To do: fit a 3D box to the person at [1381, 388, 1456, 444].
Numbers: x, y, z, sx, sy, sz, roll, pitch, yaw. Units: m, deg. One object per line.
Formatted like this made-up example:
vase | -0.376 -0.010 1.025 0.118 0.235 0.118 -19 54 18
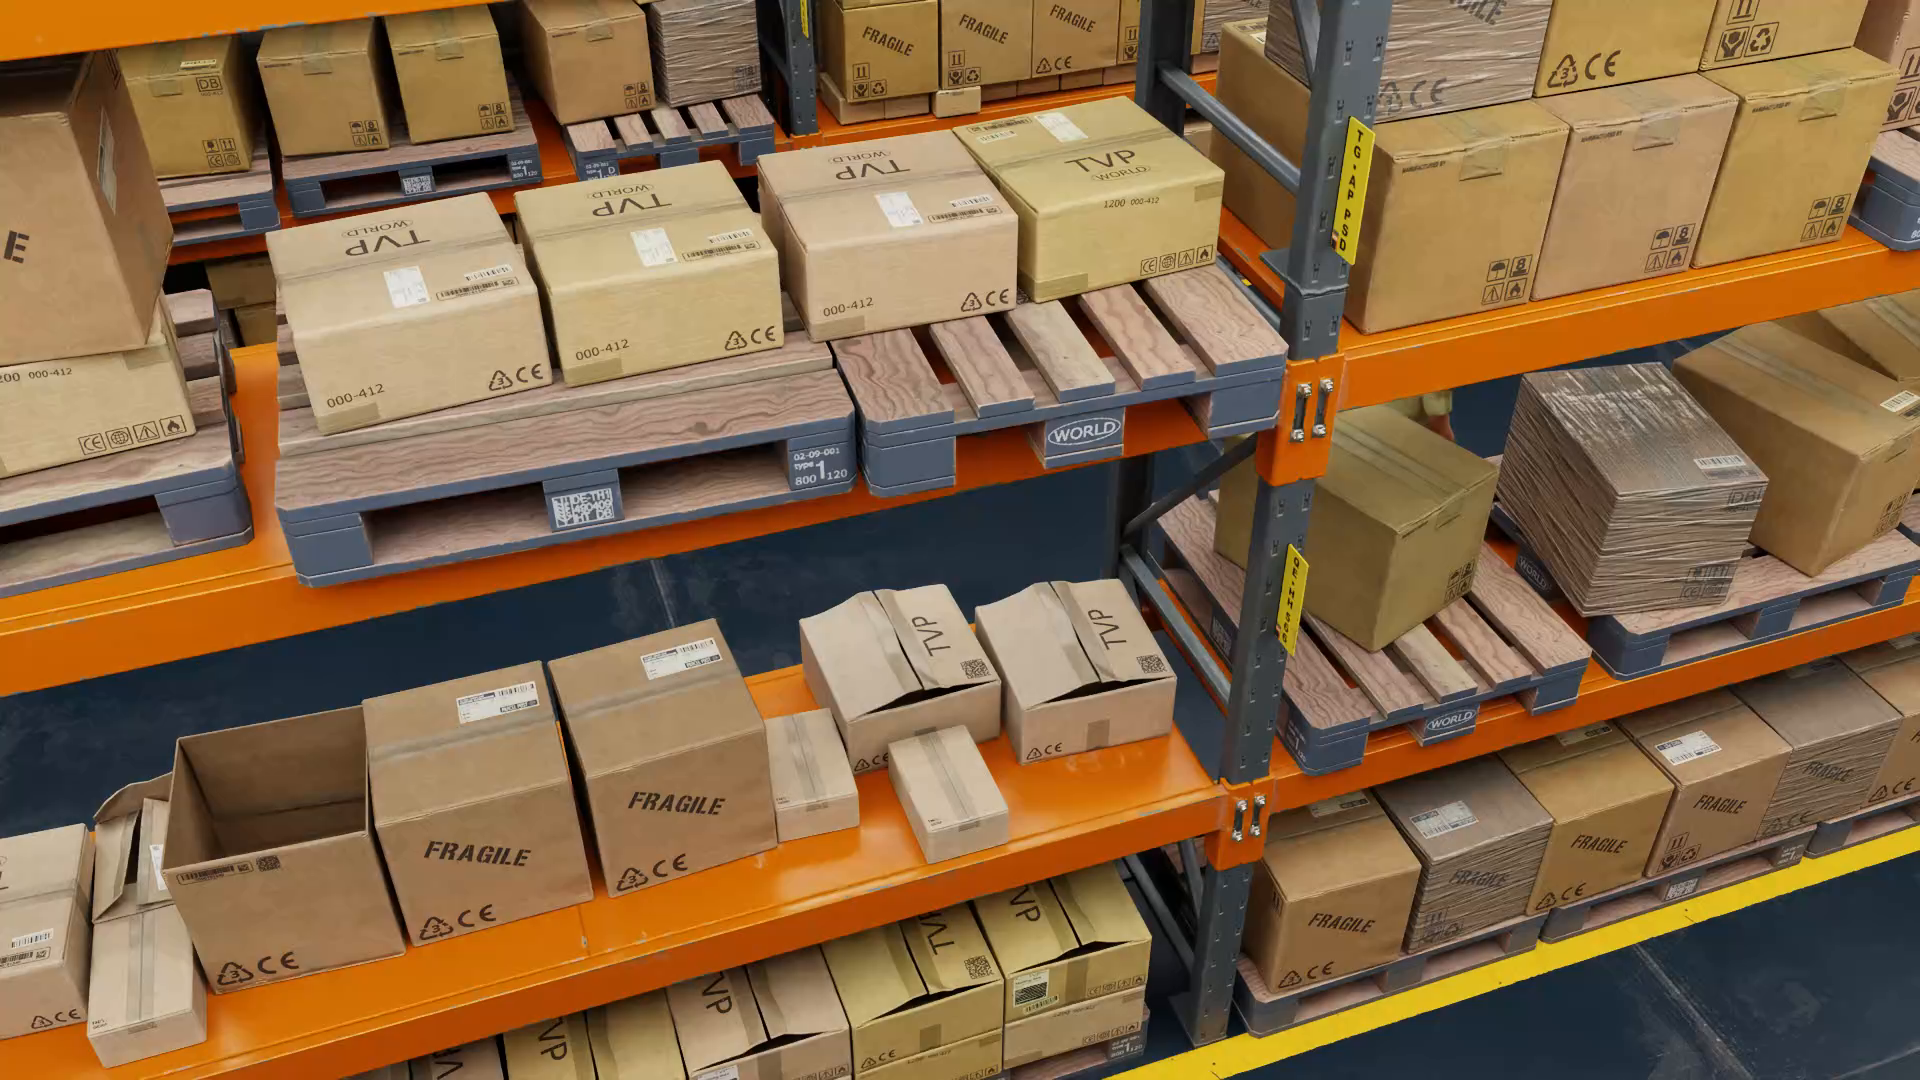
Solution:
person | 1.956 -0.404 7.300 1.116 1.601 0.460 -10 39 -13
